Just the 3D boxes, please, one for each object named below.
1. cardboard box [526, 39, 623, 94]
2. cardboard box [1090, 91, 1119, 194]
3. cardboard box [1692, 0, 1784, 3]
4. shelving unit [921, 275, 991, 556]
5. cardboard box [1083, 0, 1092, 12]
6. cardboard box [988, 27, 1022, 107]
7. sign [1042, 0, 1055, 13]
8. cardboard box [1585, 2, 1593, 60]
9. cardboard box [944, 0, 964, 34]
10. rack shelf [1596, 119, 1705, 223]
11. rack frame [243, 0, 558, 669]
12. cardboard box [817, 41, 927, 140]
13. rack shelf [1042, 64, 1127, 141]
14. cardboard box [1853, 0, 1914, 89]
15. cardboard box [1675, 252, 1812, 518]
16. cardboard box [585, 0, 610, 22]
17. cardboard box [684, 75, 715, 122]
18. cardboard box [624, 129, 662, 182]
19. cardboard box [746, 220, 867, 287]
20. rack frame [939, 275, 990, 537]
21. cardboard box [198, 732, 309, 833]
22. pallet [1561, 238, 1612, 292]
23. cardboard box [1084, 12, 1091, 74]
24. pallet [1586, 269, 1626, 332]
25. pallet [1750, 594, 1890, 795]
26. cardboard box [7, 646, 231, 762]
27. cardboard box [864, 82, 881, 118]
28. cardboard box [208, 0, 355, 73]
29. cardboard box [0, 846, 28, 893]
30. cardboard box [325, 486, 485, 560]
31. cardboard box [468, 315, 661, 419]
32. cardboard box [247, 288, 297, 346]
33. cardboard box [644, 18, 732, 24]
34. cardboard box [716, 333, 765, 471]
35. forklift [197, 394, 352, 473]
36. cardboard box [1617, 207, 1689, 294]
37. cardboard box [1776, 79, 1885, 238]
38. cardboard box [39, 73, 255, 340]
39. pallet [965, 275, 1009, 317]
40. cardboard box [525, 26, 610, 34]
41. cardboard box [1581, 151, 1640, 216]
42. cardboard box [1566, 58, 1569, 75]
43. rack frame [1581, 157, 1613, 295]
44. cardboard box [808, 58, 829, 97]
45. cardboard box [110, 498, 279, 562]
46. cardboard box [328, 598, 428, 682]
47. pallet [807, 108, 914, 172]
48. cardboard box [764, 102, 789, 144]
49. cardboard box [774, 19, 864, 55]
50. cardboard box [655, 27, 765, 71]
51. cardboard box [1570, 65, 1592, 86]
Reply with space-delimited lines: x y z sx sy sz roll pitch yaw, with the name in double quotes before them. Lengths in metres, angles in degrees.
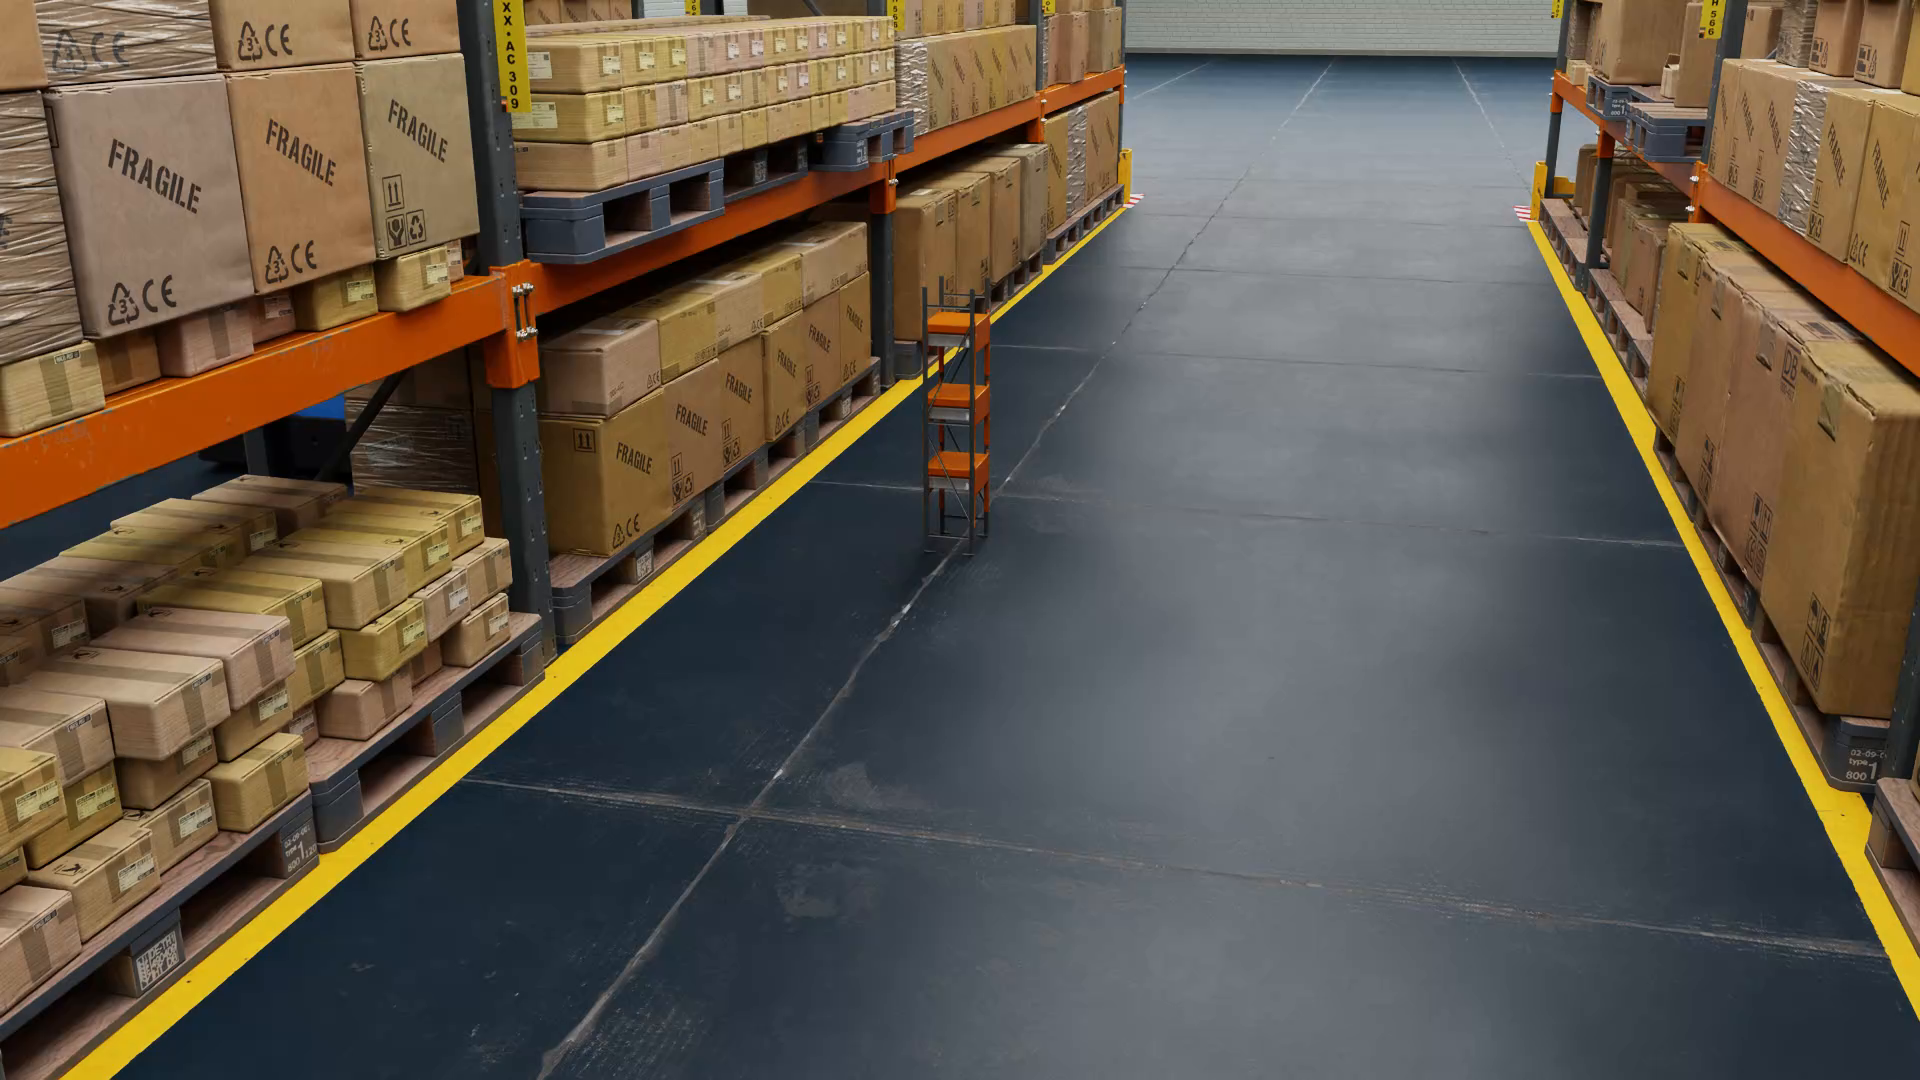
"cardboard box" -1.294 -1.493 5.236 0.380 0.149 0.250 6 20 16
"cardboard box" 0.994 -3.781 15.754 0.875 0.875 0.875 5 19 14
"cardboard box" 4.569 -2.825 9.509 0.797 0.503 0.637 7 20 19
"shelving unit" -0.013 -0.480 6.469 0.215 1.050 0.252 5 19 13
"cardboard box" 0.651 -4.753 14.061 0.875 0.550 0.500 5 19 13
"cardboard box" 0.127 -3.256 11.425 0.500 0.500 0.500 4 19 13
"sign" 0.647 -4.022 12.155 0.100 0.325 0.005 5 19 13
"cardboard box" 5.714 -4.234 13.828 0.875 0.500 0.500 5 19 13
"cardboard box" -0.370 -3.438 10.412 0.700 0.500 0.500 4 19 13
"rack shelf" 4.415 -2.161 9.487 1.077 0.370 4.000 5 19 13
"rack frame" -1.836 -1.044 5.105 1.000 3.000 0.127 5 19 13
"cardboard box" -0.488 -2.465 9.109 0.500 0.500 0.500 5 19 14
"rack shelf" 0.607 -3.838 14.397 1.077 0.370 4.000 5 19 13
"cardboard box" 3.412 -1.754 5.476 0.797 0.503 0.637 5 20 15
"cardboard box" 3.512 -0.575 6.366 1.225 0.875 0.875 5 19 14
"cardboard box" -3.721 -5.004 16.084 0.500 0.500 0.500 5 19 14
"cardboard box" -1.107 -1.596 5.998 0.380 0.149 0.250 4 19 11
"cardboard box" -1.232 -1.299 5.588 0.380 0.149 0.250 5 19 14
"cardboard box" -0.772 -1.434 8.302 0.500 0.250 0.500 4 19 12
"rack frame" 0.017 -0.518 6.581 0.200 1.050 0.008 5 19 13
"cardboard box" -1.855 0.580 4.109 0.380 0.149 0.250 5 19 13
"pallet" 5.033 -2.022 12.281 1.003 0.211 1.213 5 19 13
"cardboard box" 0.677 -4.417 14.746 0.875 0.550 0.550 5 19 13
"pallet" 4.714 -1.565 10.942 1.003 0.211 1.213 5 19 13
"pallet" 3.064 0.451 5.041 1.003 0.211 1.213 5 19 13
"cardboard box" -1.918 0.371 3.801 0.380 0.149 0.250 4 19 11
"cardboard box" -0.596 -2.109 7.961 0.380 0.149 0.250 5 19 13
"cardboard box" -1.810 -1.374 3.909 0.500 0.500 0.500 4 19 12
"cardboard box" -2.174 0.659 3.418 0.380 0.149 0.250 6 20 16
"cardboard box" -1.671 -0.043 5.015 0.380 0.149 0.250 5 20 15
"cardboard box" -1.400 -0.626 5.937 0.500 0.250 0.500 4 19 11
"cardboard box" -1.889 -0.574 4.115 0.380 0.149 0.250 4 19 12
"cardboard box" -1.287 -2.369 7.801 0.380 0.149 0.250 5 19 13
"cardboard box" -1.156 -0.602 7.027 0.500 0.500 0.500 5 19 14
"forklift" -2.607 -2.114 8.341 1.130 2.935 3.031 5 19 14
"cardboard box" 4.598 -1.815 10.547 0.700 0.500 0.500 5 19 13
"cardboard box" 3.174 -1.312 5.733 0.500 0.500 0.500 5 19 14
"cardboard box" -1.931 -0.740 3.599 0.500 0.500 0.500 5 19 13
"pallet" -0.293 -1.601 11.048 1.003 0.211 1.213 5 19 13
"cardboard box" -1.608 -1.955 6.590 0.380 0.149 0.250 4 19 11
"cardboard box" 5.599 -3.014 14.087 0.500 0.500 0.500 10 21 28
"cardboard box" 5.500 -4.116 14.486 0.380 0.149 0.250 5 19 13
"rack frame" 4.903 -3.128 11.206 1.000 3.000 0.127 5 19 13
"cardboard box" -0.788 -2.005 7.196 0.380 0.149 0.250 5 19 13
"cardboard box" -2.246 -0.002 4.894 0.380 0.149 0.250 6 20 16
"cardboard box" -1.707 0.260 4.586 0.380 0.149 0.250 4 19 11
"pallet" -0.930 -1.976 8.128 1.213 0.211 1.003 5 19 13
"cardboard box" -0.916 -1.700 6.762 0.380 0.149 0.250 4 19 11
"cardboard box" -0.662 -2.309 7.626 0.380 0.149 0.250 5 20 15
"cardboard box" -0.979 -1.898 6.423 0.380 0.149 0.250 5 20 15
"cardboard box" 5.119 -3.730 13.357 0.380 0.149 0.250 5 19 13
